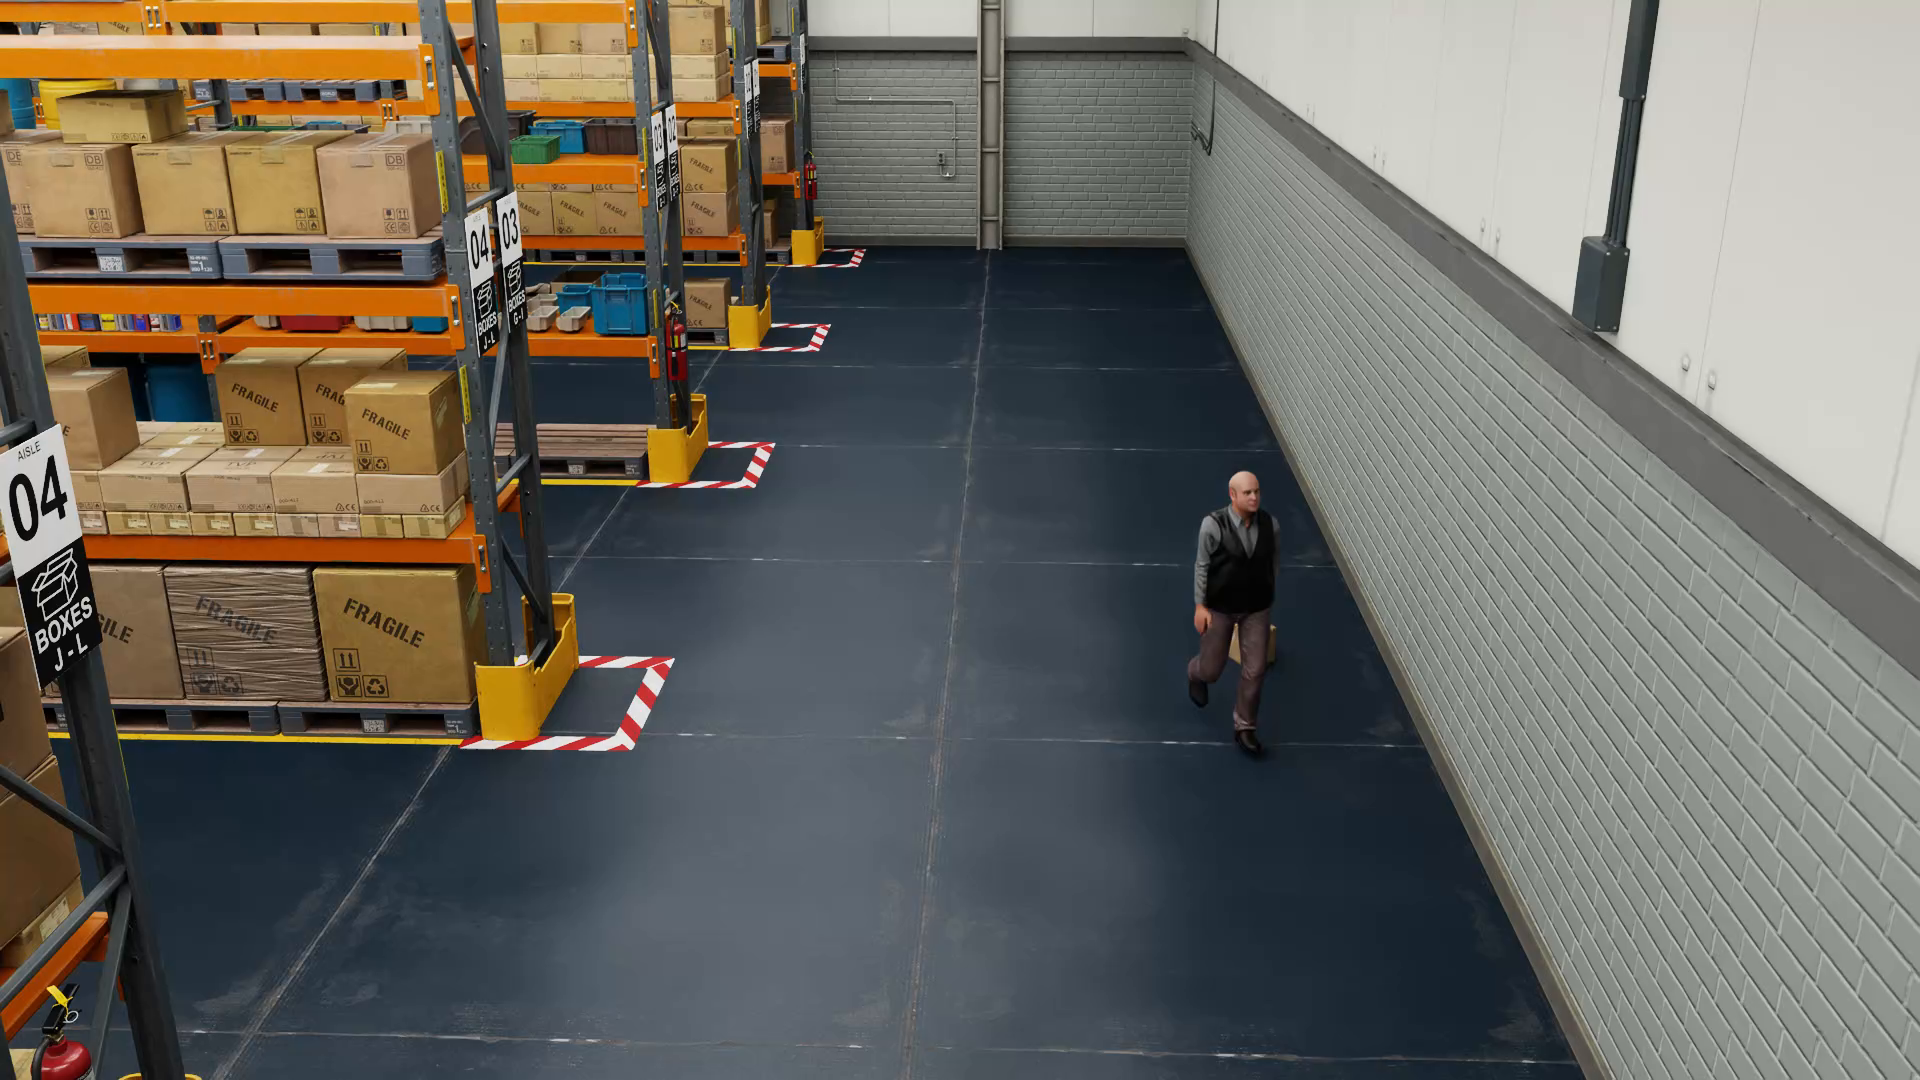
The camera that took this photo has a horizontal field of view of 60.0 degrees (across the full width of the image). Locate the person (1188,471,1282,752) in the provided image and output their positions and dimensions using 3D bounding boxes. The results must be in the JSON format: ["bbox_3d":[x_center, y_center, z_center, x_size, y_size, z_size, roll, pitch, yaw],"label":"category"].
[{"bbox_3d":[1.660,0.385,10.067,0.536,1.702,0.796,-3,21,-8],"label":"person"}]
